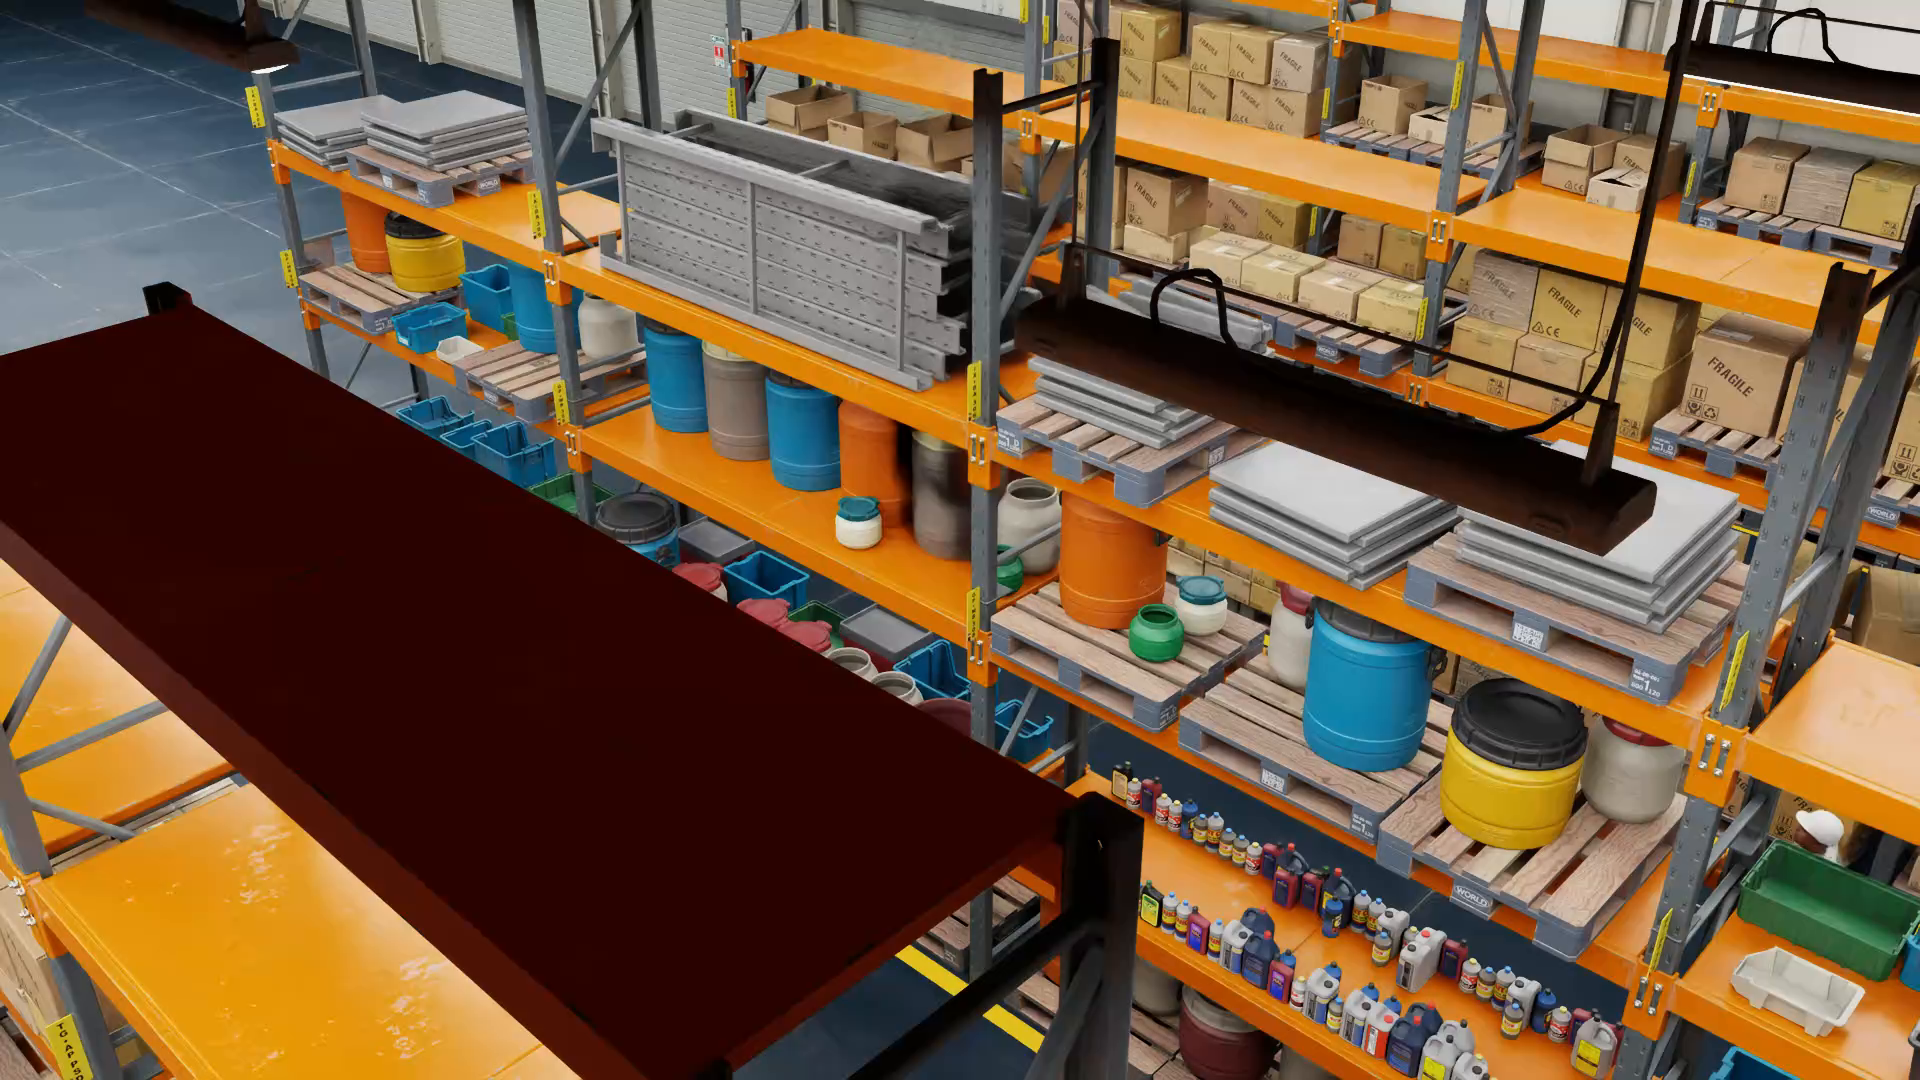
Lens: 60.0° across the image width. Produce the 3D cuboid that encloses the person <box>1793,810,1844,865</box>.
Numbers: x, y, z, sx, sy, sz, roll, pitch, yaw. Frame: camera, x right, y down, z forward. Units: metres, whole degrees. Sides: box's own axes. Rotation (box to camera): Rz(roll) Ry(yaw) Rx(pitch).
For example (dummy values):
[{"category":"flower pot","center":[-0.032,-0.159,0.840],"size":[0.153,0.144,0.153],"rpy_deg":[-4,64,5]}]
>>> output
[{"category":"person","center":[5.083,2.352,10.289],"size":[0.592,1.734,0.683],"rpy_deg":[15,32,24]}]
